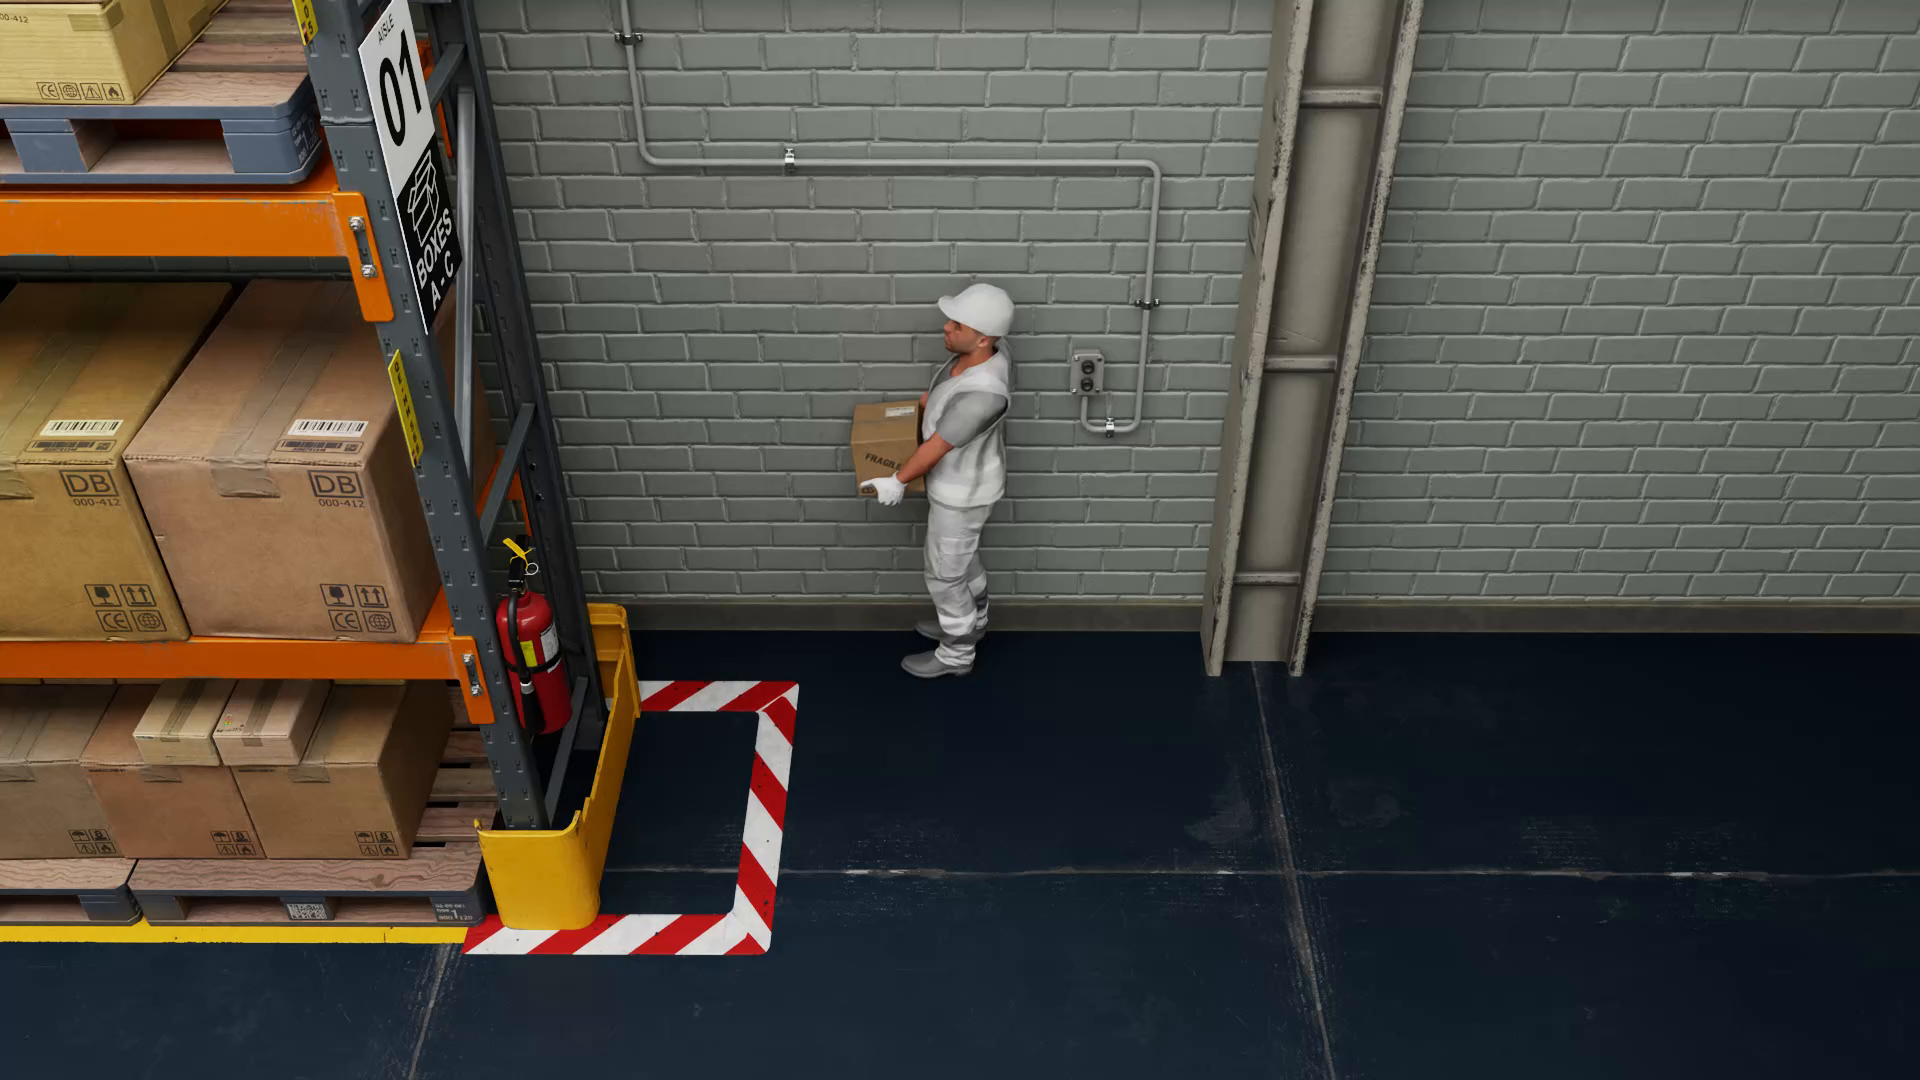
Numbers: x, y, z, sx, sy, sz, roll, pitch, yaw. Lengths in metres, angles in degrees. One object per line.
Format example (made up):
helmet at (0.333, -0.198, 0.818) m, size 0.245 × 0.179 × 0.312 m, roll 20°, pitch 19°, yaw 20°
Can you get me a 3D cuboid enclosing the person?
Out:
person at (-0.092, -0.207, 6.395) m, size 0.572 × 1.782 × 0.493 m, roll 1°, pitch 39°, yaw 1°
